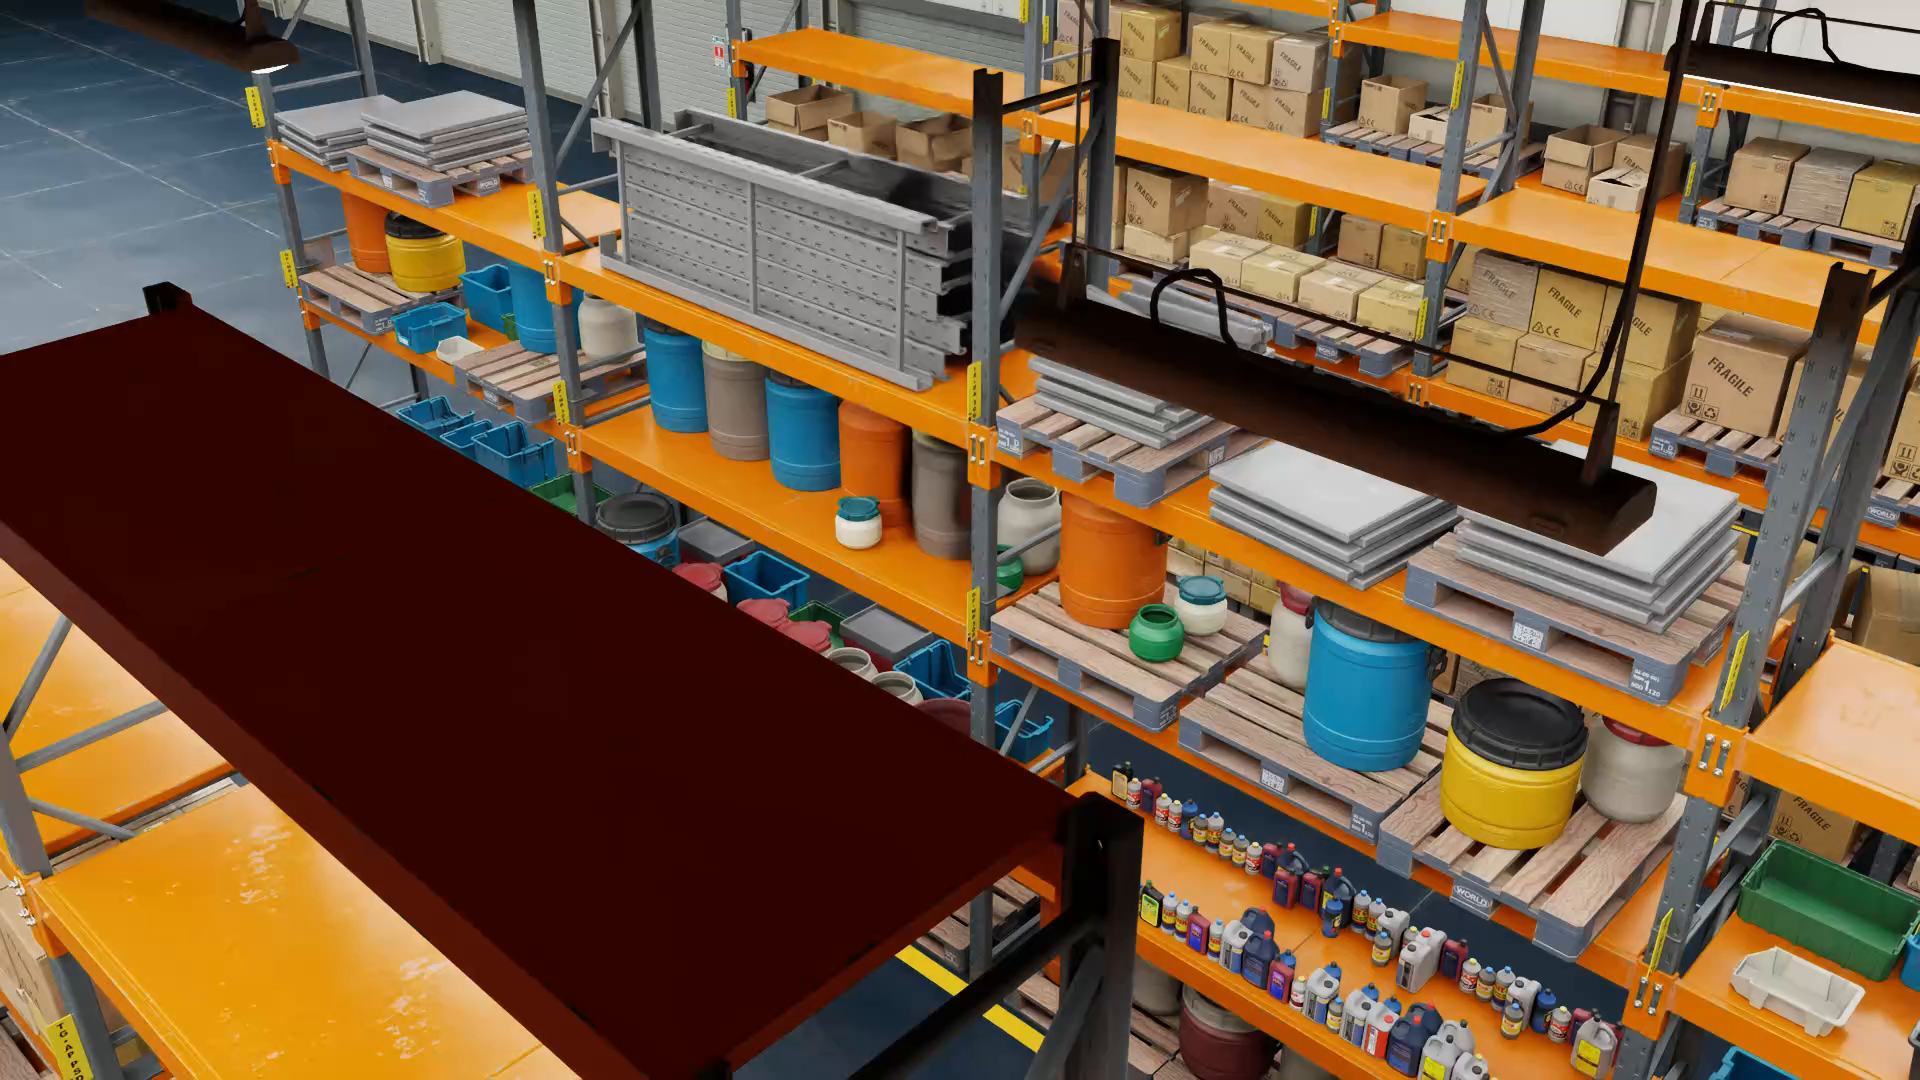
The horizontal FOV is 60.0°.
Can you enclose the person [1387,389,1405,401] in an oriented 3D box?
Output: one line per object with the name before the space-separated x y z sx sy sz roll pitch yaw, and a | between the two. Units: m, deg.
person | 4.112 -0.746 15.814 0.669 1.726 0.699 20 35 32
